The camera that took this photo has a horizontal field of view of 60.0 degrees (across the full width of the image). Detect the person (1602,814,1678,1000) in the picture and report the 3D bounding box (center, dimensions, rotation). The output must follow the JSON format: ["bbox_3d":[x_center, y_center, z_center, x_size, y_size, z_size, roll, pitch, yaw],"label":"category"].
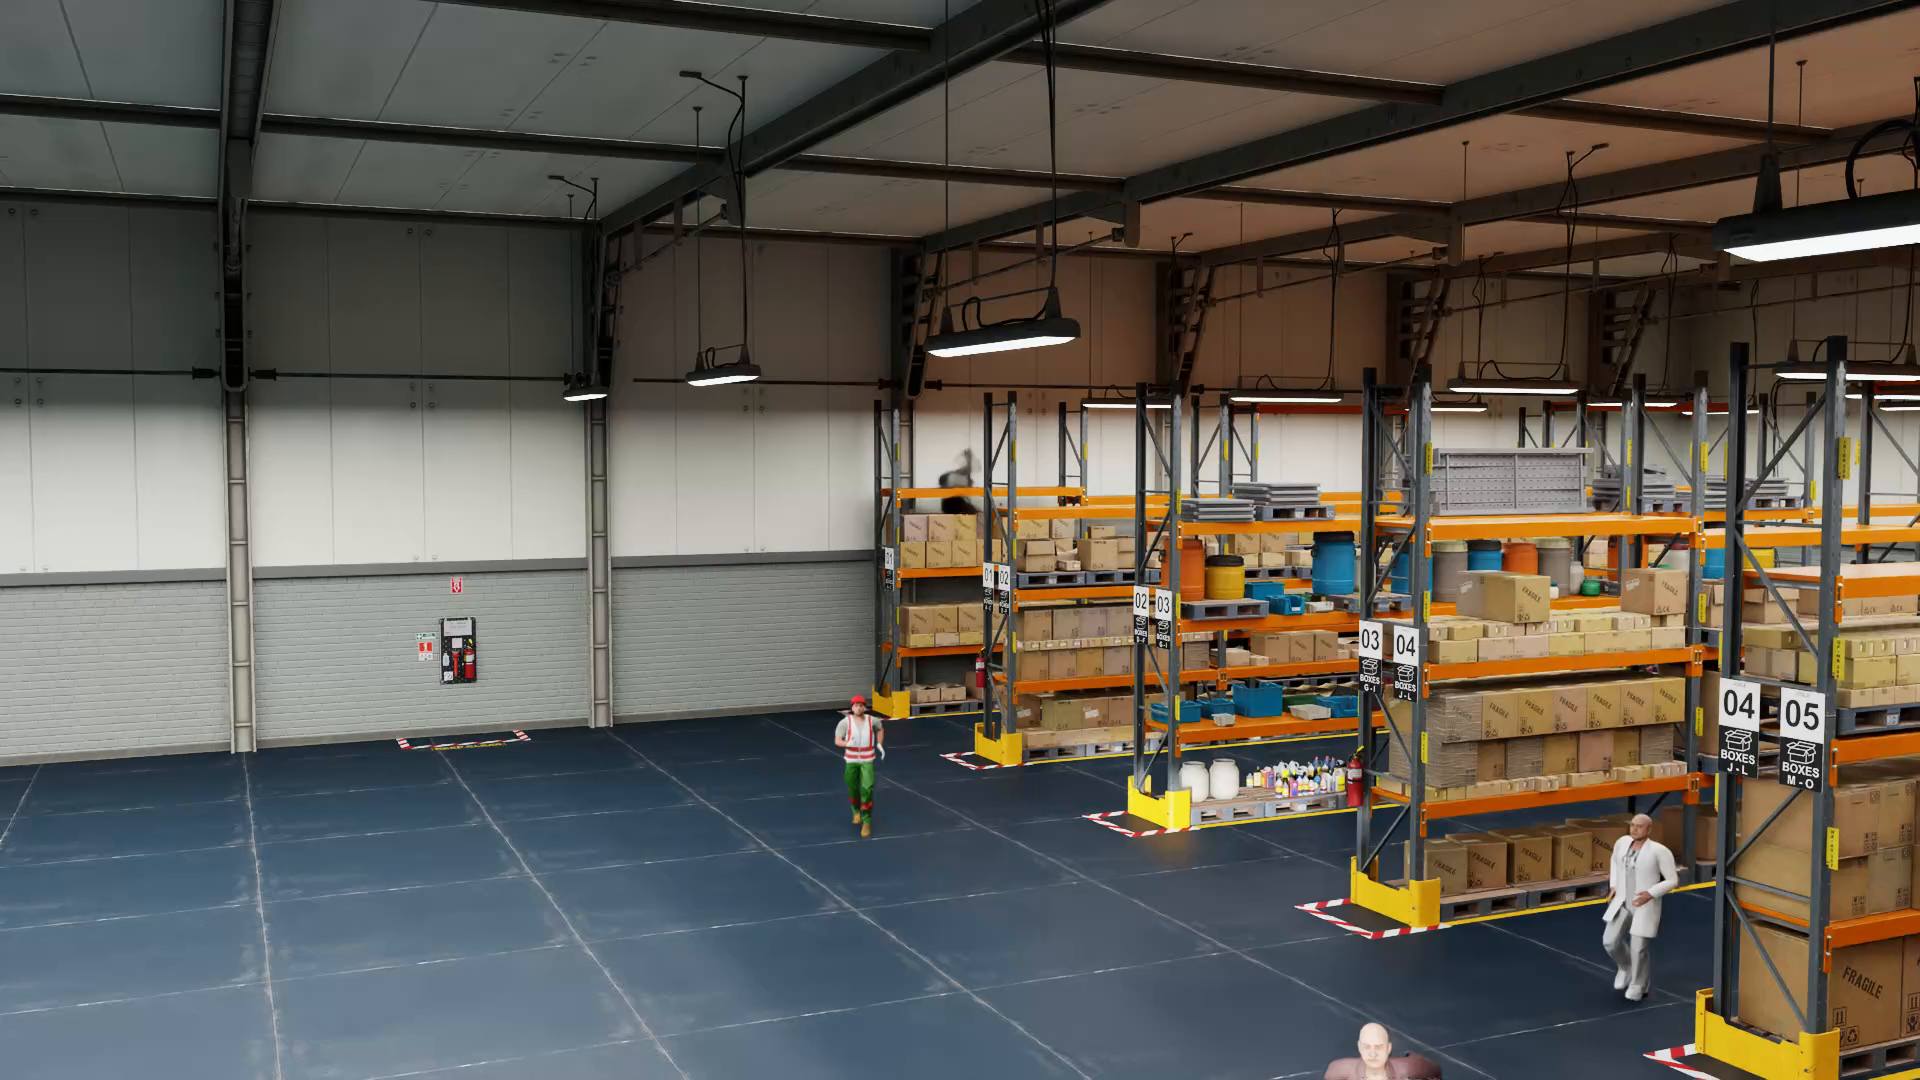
[{"bbox_3d":[6.256,3.398,15.388,0.608,1.743,0.714,-3,4,-42],"label":"person"}]

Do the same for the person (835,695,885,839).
[{"bbox_3d":[-1.327,2.966,22.092,0.653,1.835,0.862,0,3,-1],"label":"person"}]

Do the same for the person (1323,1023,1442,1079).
[{"bbox_3d":[2.499,3.699,9.928,0.673,1.727,0.895,1,4,22],"label":"person"}]
